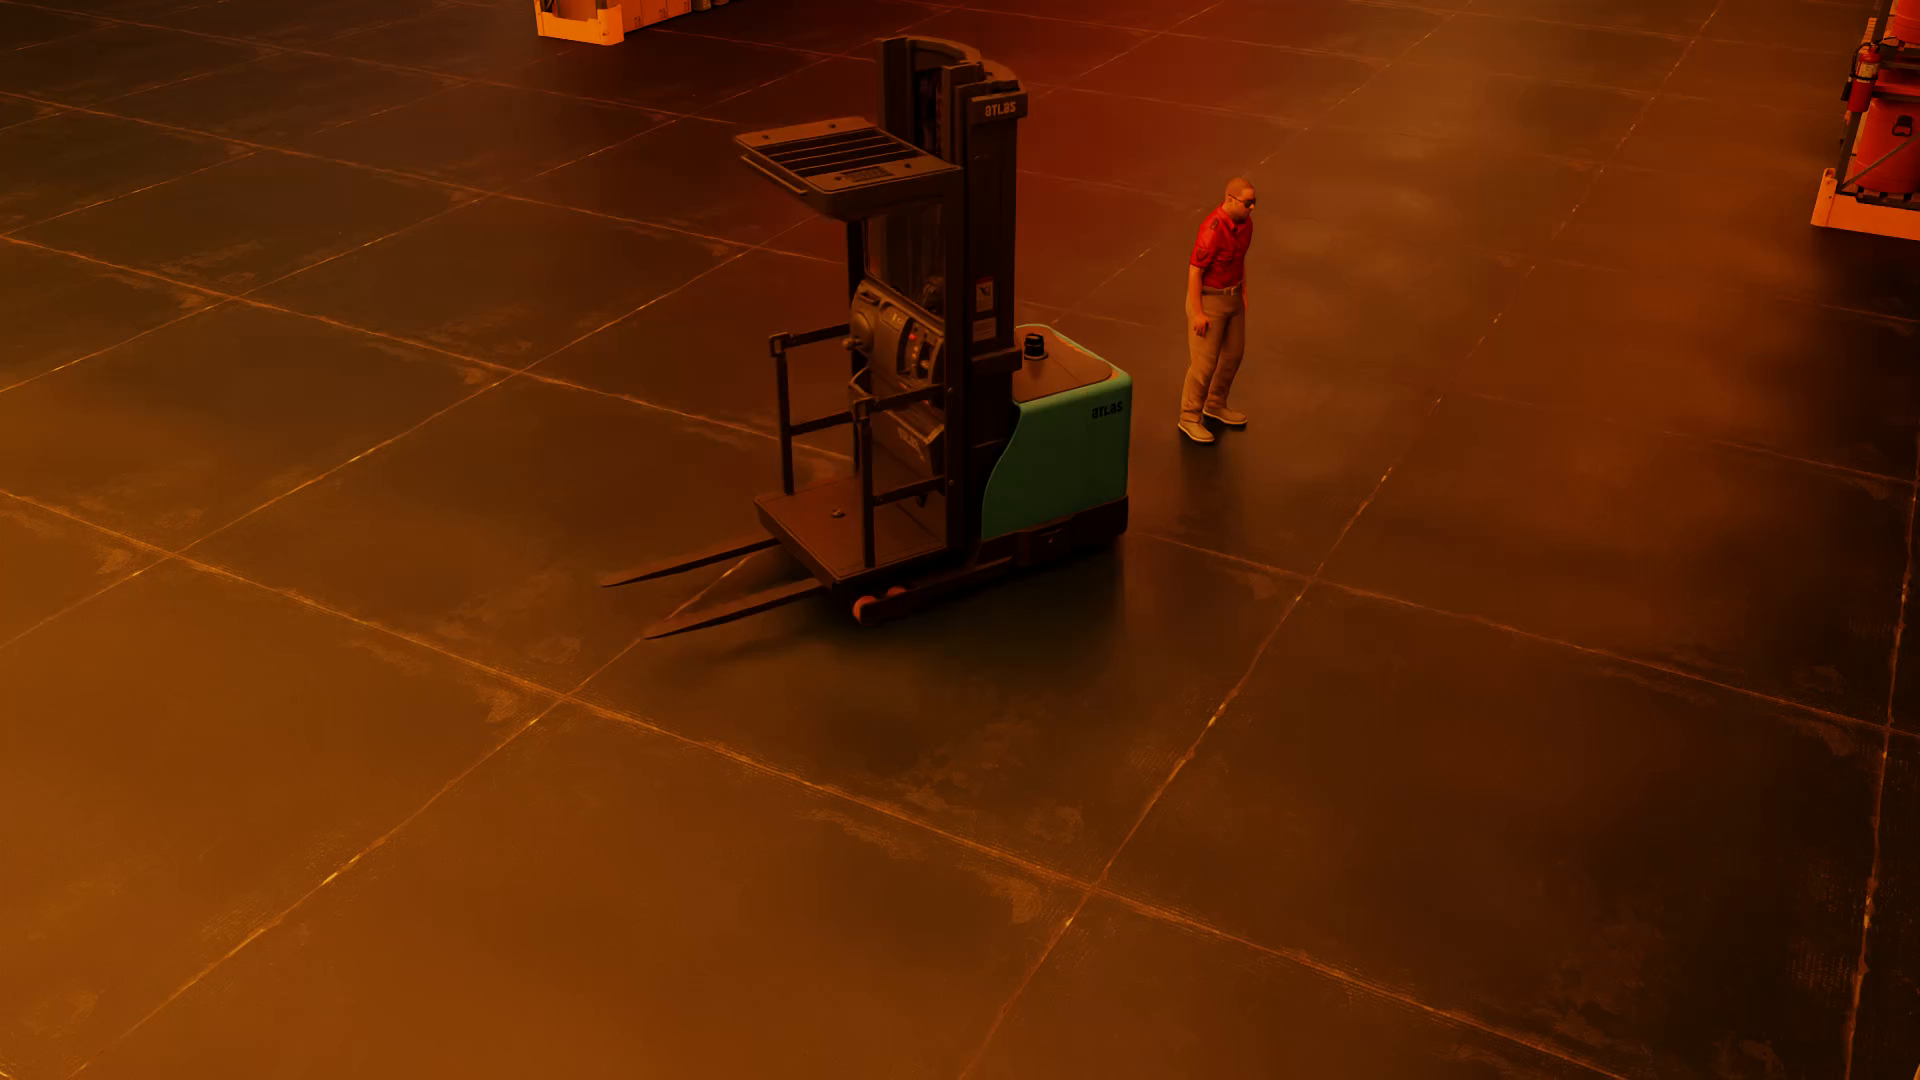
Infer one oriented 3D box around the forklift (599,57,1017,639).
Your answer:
[{"bbox_3d":[-0.586,-1.049,8.951,2.884,2.867,1.101,-17,34,-27],"label":"forklift"}]
